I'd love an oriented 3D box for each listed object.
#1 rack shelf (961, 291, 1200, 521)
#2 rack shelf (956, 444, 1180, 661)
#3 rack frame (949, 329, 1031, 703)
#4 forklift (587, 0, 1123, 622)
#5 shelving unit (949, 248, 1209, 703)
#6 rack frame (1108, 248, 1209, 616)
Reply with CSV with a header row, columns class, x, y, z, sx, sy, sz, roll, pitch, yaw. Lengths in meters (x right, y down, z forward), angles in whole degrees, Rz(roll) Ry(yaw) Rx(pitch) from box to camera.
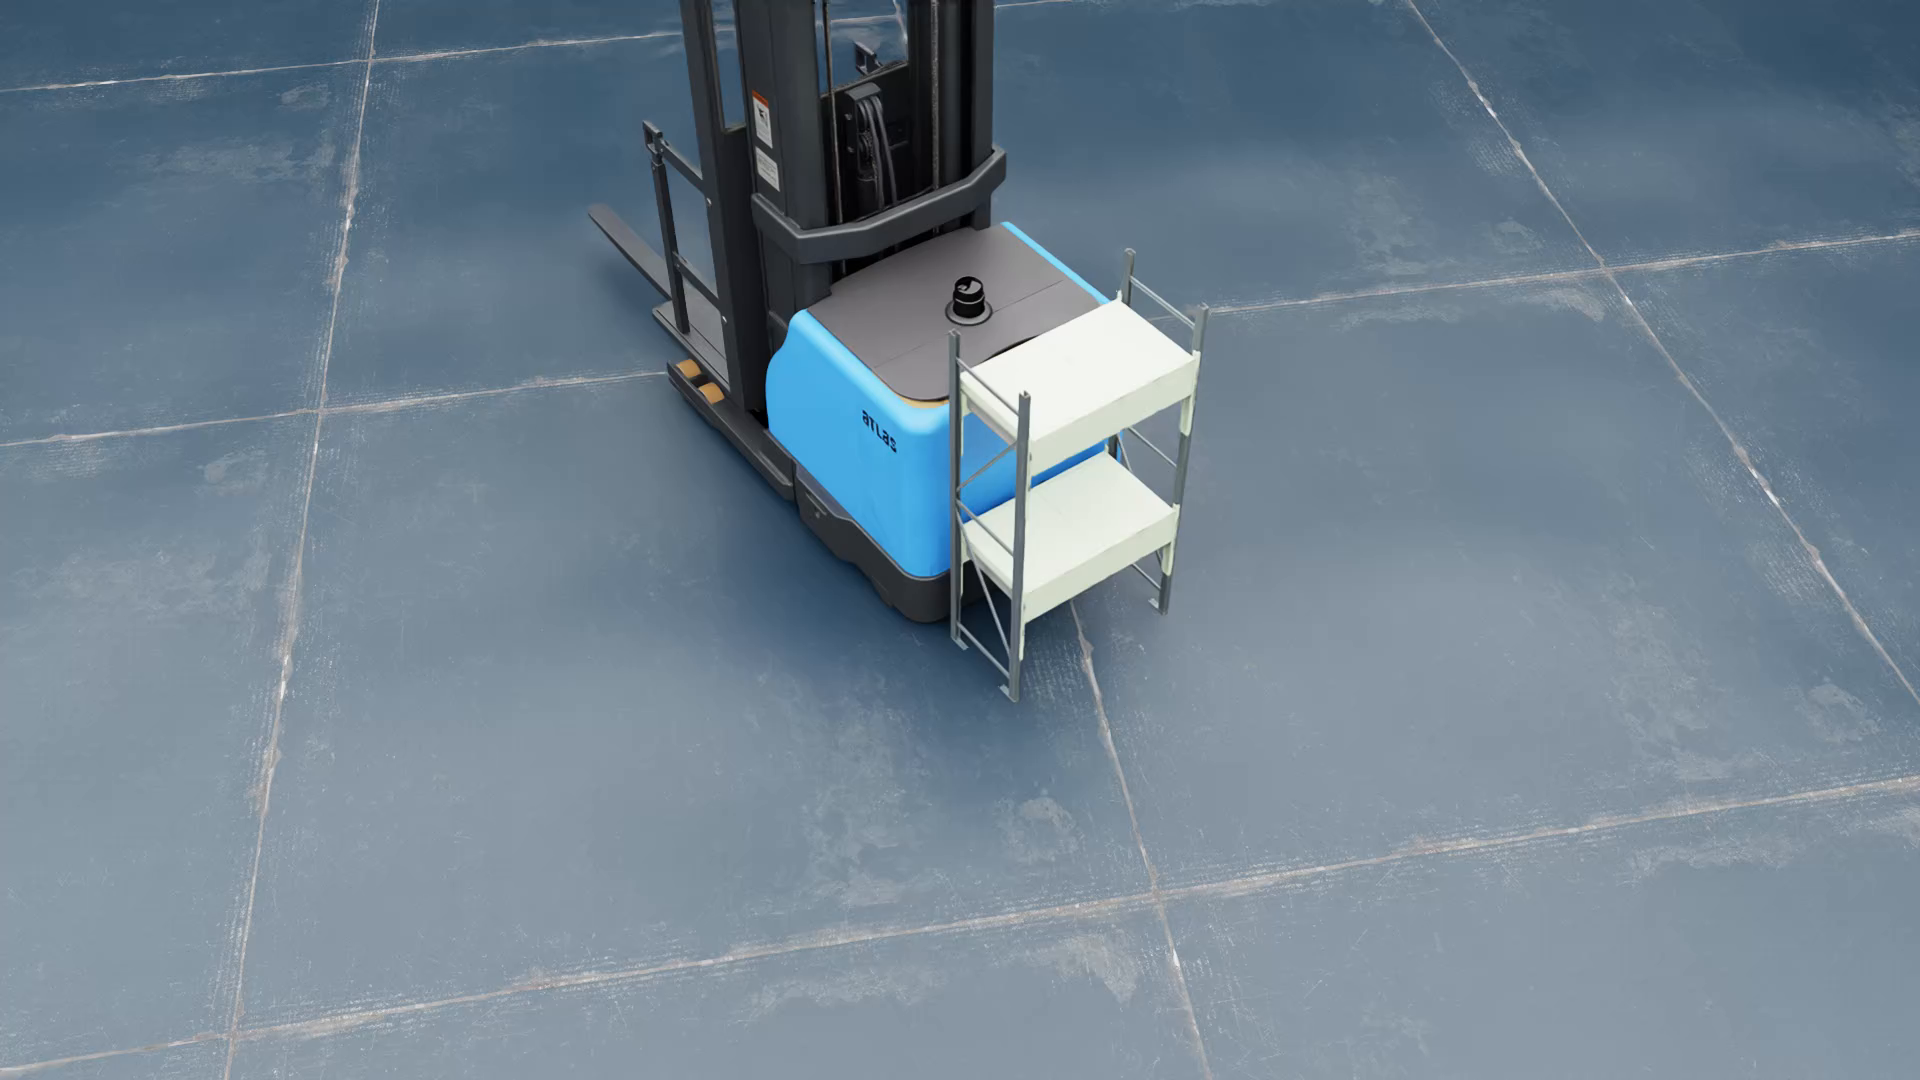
class,x,y,z,sx,sy,sz,roll,pitch,yaw
rack shelf,0.386,-0.461,5.611,0.720,0.370,0.431,-28,52,-24
rack shelf,0.386,0.036,6.127,0.720,0.370,0.431,-28,52,-24
rack frame,0.091,-0.035,5.742,0.023,1.500,0.400,-28,52,-24
forklift,-0.628,-1.724,6.375,1.130,2.935,3.031,-28,52,-24
shelving unit,0.386,-0.190,5.892,0.755,1.500,0.431,-28,52,-24
rack frame,0.681,-0.346,6.042,0.023,1.500,0.400,-28,52,-24
